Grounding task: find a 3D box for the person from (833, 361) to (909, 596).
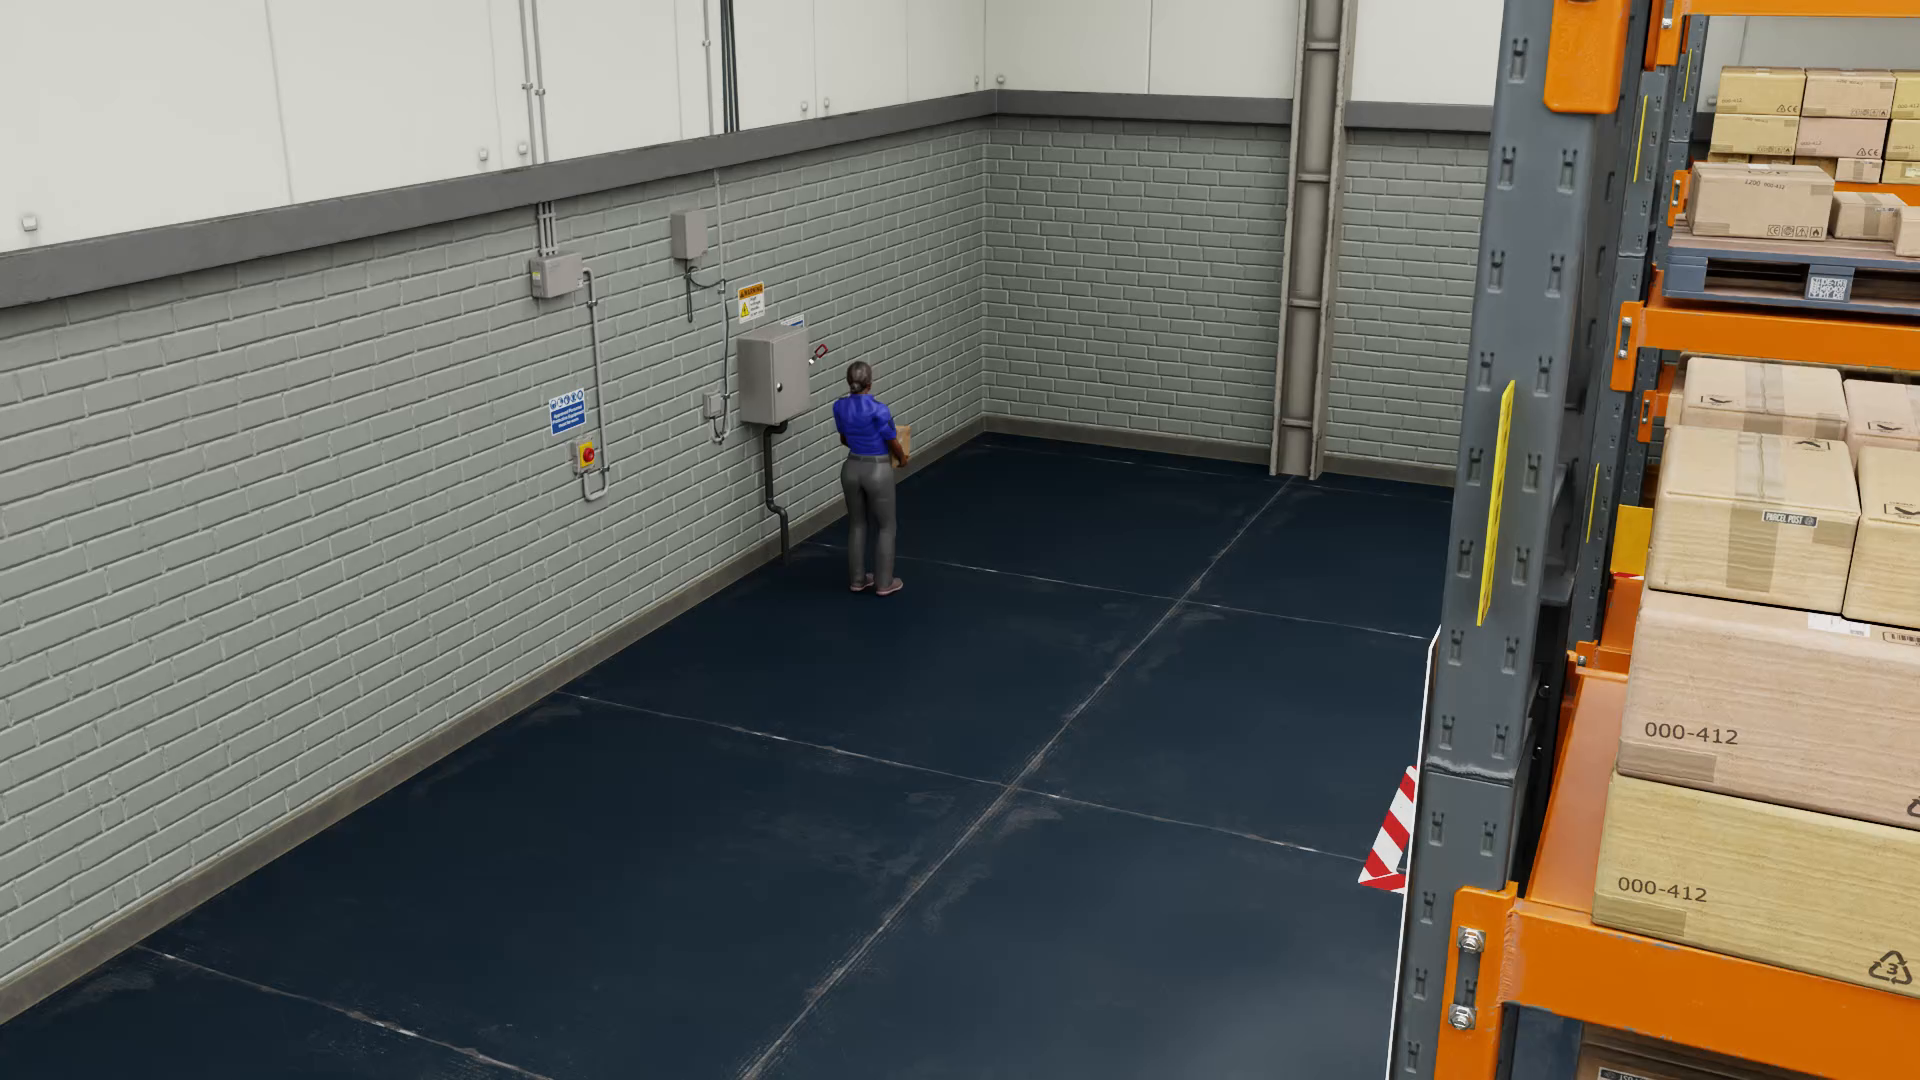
[{"bbox_3d":[-0.589,-0.432,11.354,0.451,1.637,0.518,9,21,24],"label":"person"}]
